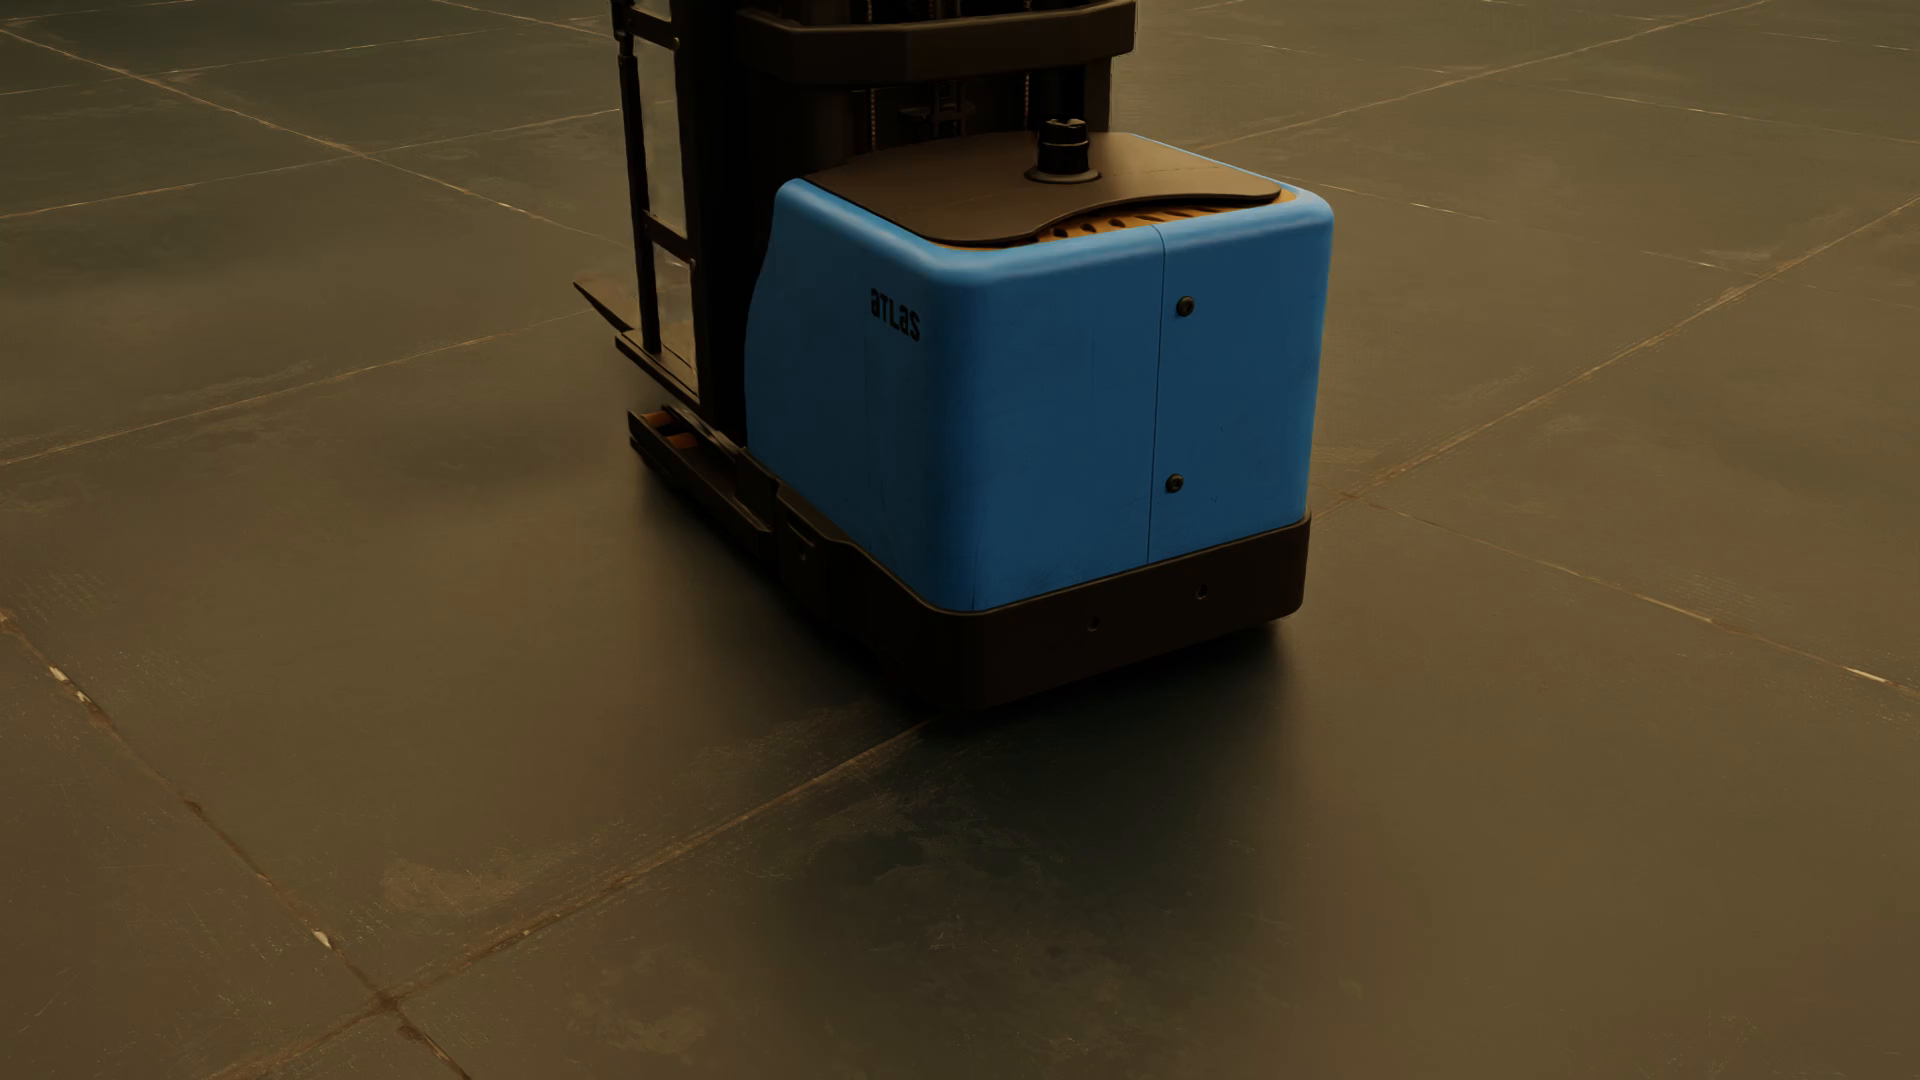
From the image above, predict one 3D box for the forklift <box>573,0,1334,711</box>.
[{"bbox_3d":[-0.335,-1.553,4.380,1.130,2.935,3.031,-14,30,-27],"label":"forklift"}]
